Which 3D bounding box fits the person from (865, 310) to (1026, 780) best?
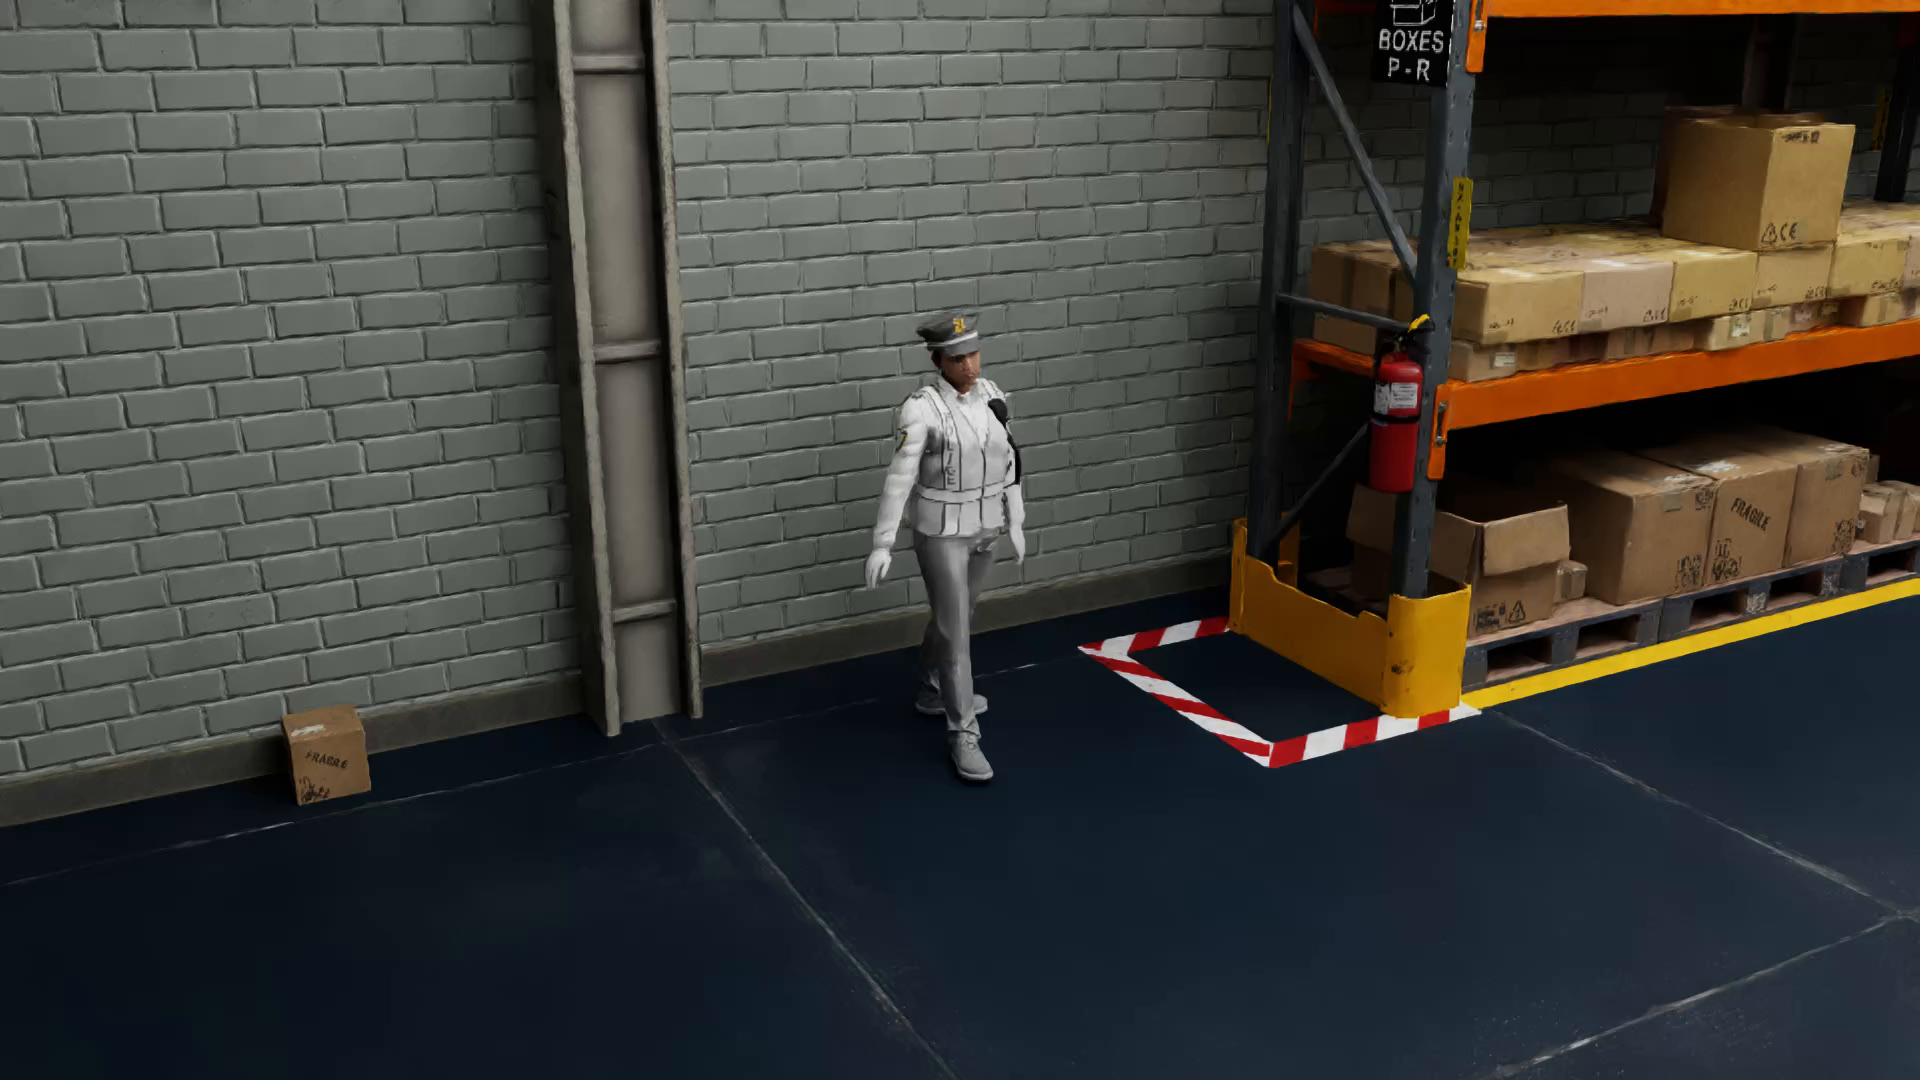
[{"bbox_3d":[-0.033,-0.008,6.033,0.666,1.663,0.640,-16,25,-40],"label":"person"}]
